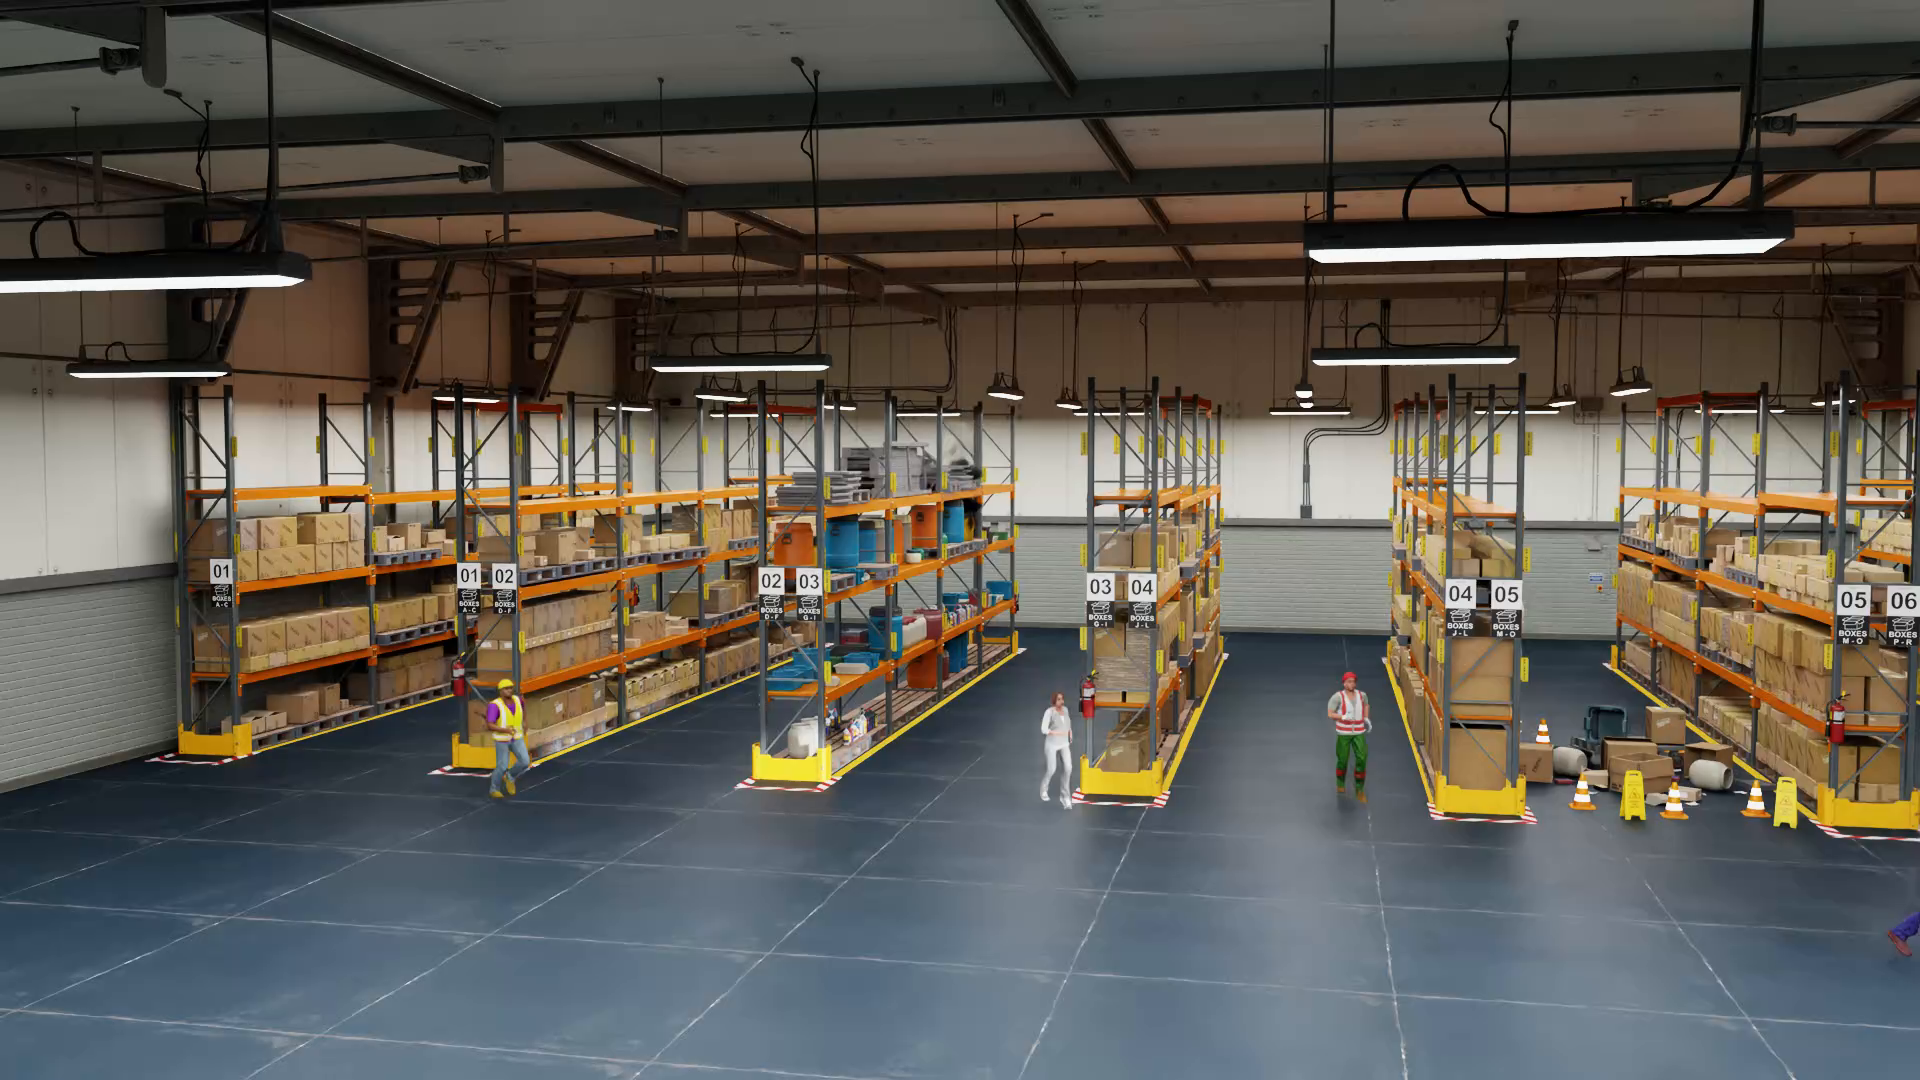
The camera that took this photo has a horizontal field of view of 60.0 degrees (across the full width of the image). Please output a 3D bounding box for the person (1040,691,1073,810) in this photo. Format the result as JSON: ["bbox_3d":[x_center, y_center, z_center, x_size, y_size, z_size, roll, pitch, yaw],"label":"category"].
[{"bbox_3d":[1.353,2.917,23.132,0.559,1.661,0.712,-2,4,-27],"label":"person"}]

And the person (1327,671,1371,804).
[{"bbox_3d":[5.524,2.788,23.571,0.665,1.858,0.725,0,3,-3],"label":"person"}]

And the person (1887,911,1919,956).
[{"bbox_3d":[9.456,3.278,15.971,0.610,1.628,0.926,-2,4,-37],"label":"person"}]

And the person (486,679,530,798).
[{"bbox_3d":[-6.355,2.808,23.500,0.731,1.714,0.784,-3,4,-43],"label":"person"}]
